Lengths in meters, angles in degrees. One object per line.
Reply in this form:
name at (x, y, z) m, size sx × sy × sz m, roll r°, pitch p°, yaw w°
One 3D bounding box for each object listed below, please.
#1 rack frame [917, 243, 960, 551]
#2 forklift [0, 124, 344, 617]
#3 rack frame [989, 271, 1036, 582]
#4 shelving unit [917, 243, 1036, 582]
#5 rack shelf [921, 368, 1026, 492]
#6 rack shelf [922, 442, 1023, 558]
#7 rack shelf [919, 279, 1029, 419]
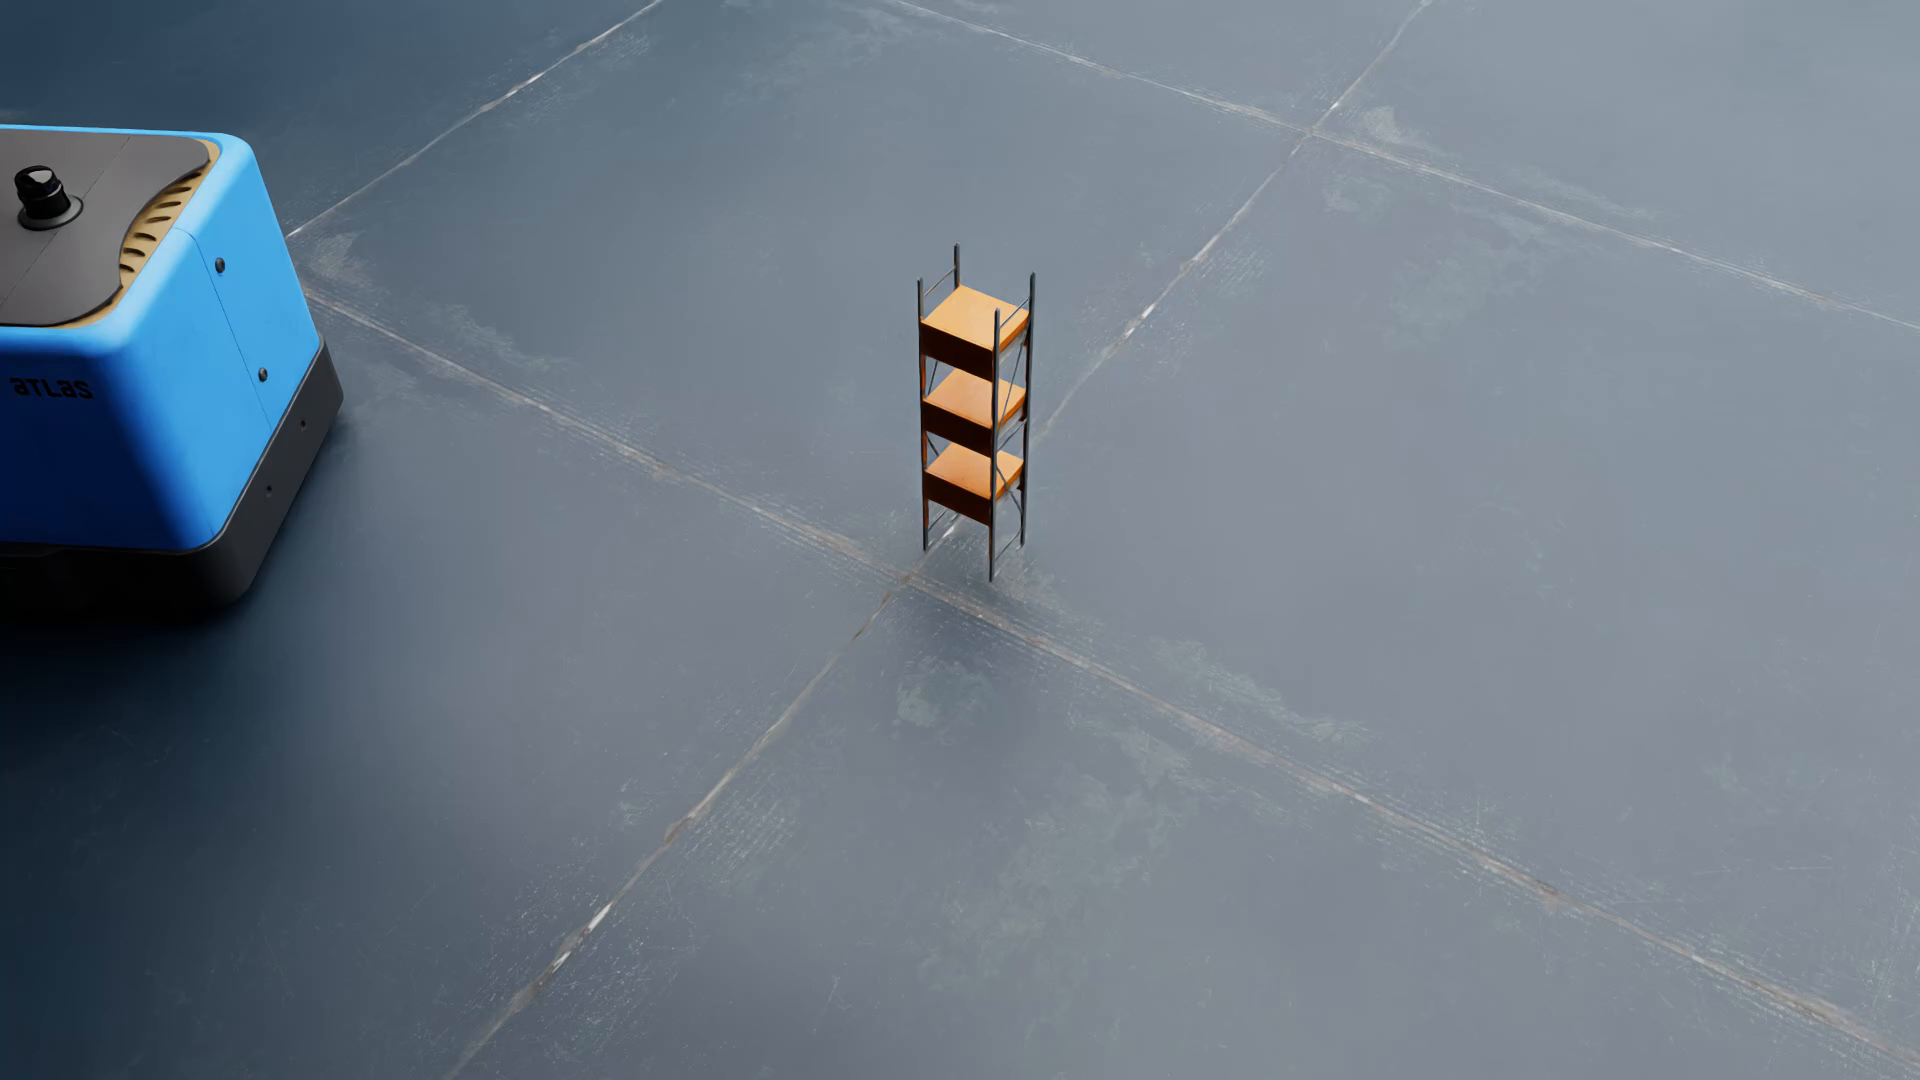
rack frame at (-0.058, -0.392, 4.899) m, size 0.008 × 1.050 × 0.200 m, roll 25°, pitch 51°, yaw 22°
forklift at (-3.621, -1.212, 4.384) m, size 3.031 × 2.935 × 1.130 m, roll 3°, pitch 46°, yaw 3°
rack frame at (0.148, -0.298, 4.807) m, size 0.008 × 1.050 × 0.200 m, roll 25°, pitch 51°, yaw 22°
shelving unit at (0.045, -0.345, 4.853) m, size 0.252 × 1.050 × 0.215 m, roll 25°, pitch 51°, yaw 22°
rack shelf at (0.045, -0.338, 4.861) m, size 0.240 × 0.259 × 0.215 m, roll 25°, pitch 51°, yaw 22°
rack shelf at (0.045, -0.144, 5.060) m, size 0.240 × 0.259 × 0.215 m, roll 25°, pitch 51°, yaw 22°
rack shelf at (0.045, -0.536, 4.657) m, size 0.240 × 0.259 × 0.215 m, roll 25°, pitch 51°, yaw 22°
